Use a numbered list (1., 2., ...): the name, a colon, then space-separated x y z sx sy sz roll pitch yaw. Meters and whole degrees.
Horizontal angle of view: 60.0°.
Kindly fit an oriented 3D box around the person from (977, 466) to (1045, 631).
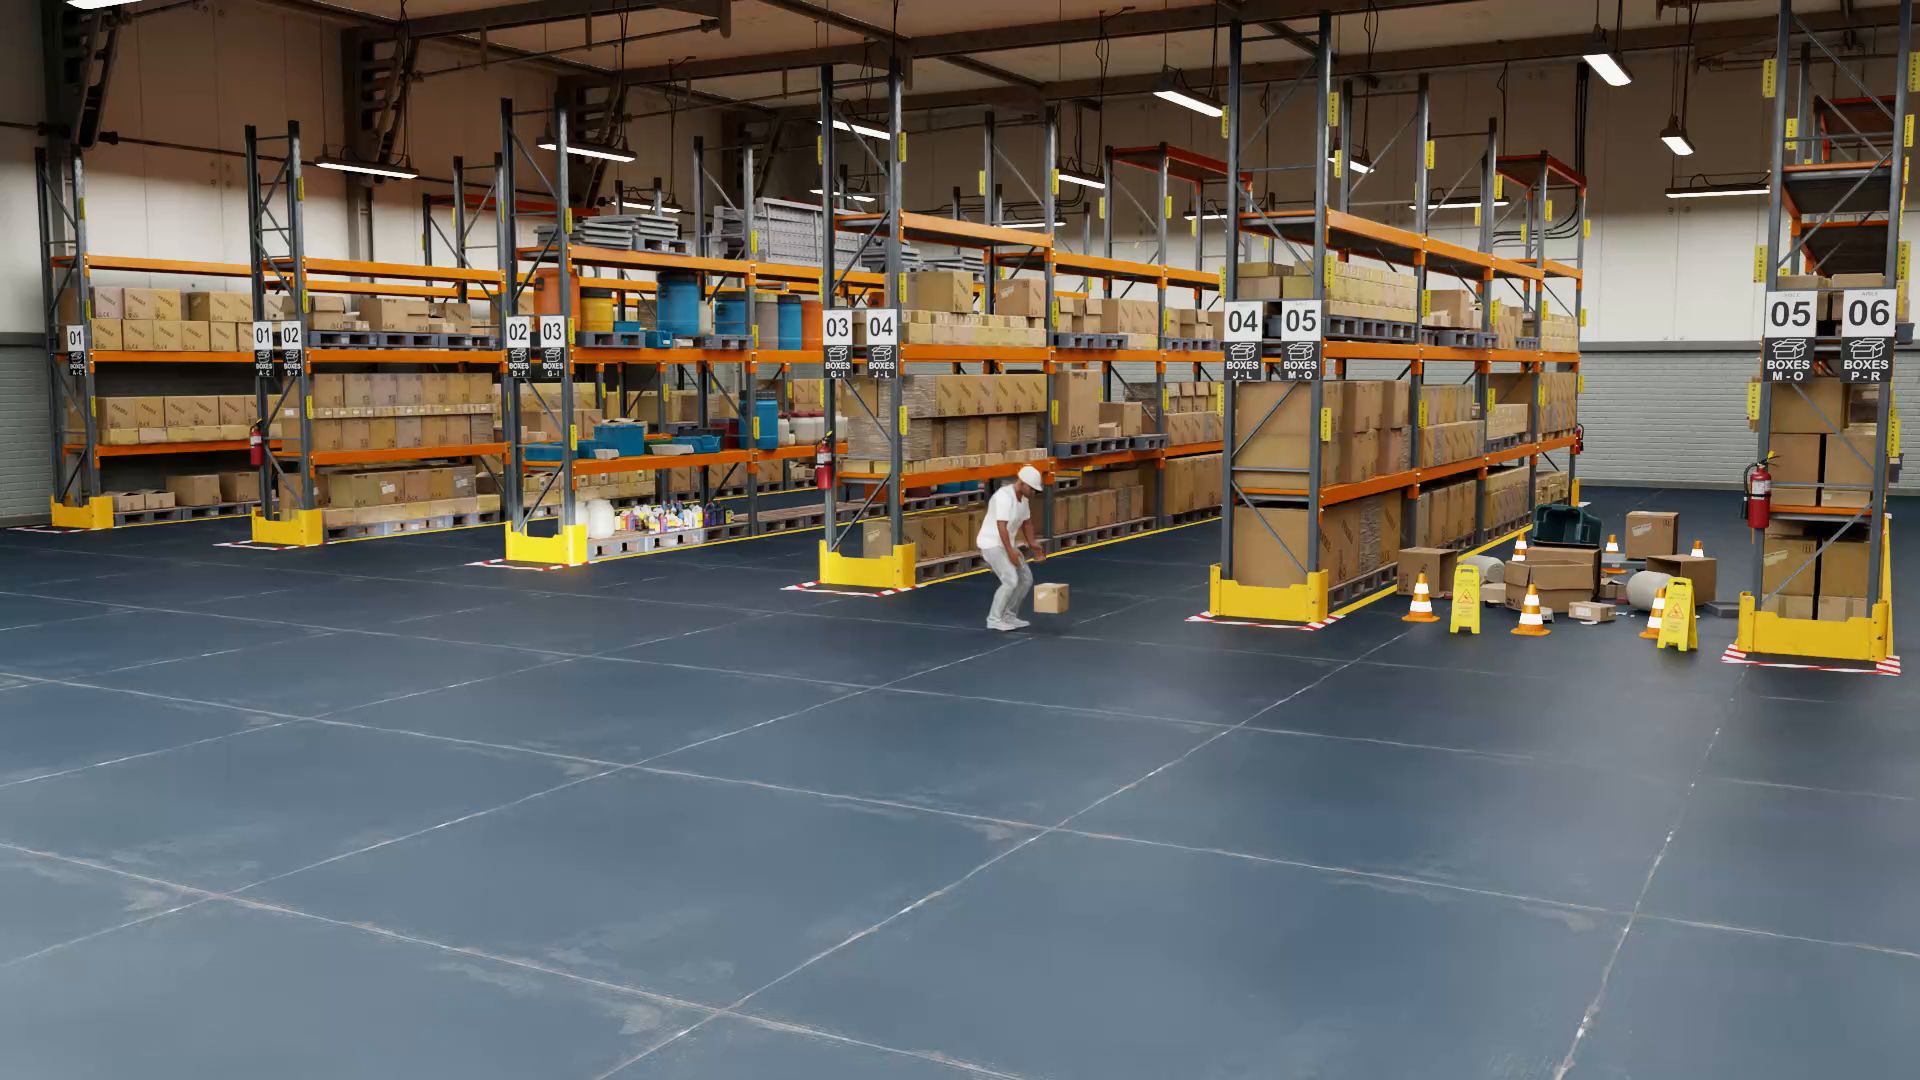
1. person: 0.506 0.069 16.215 0.622 1.591 0.620 3 7 29
